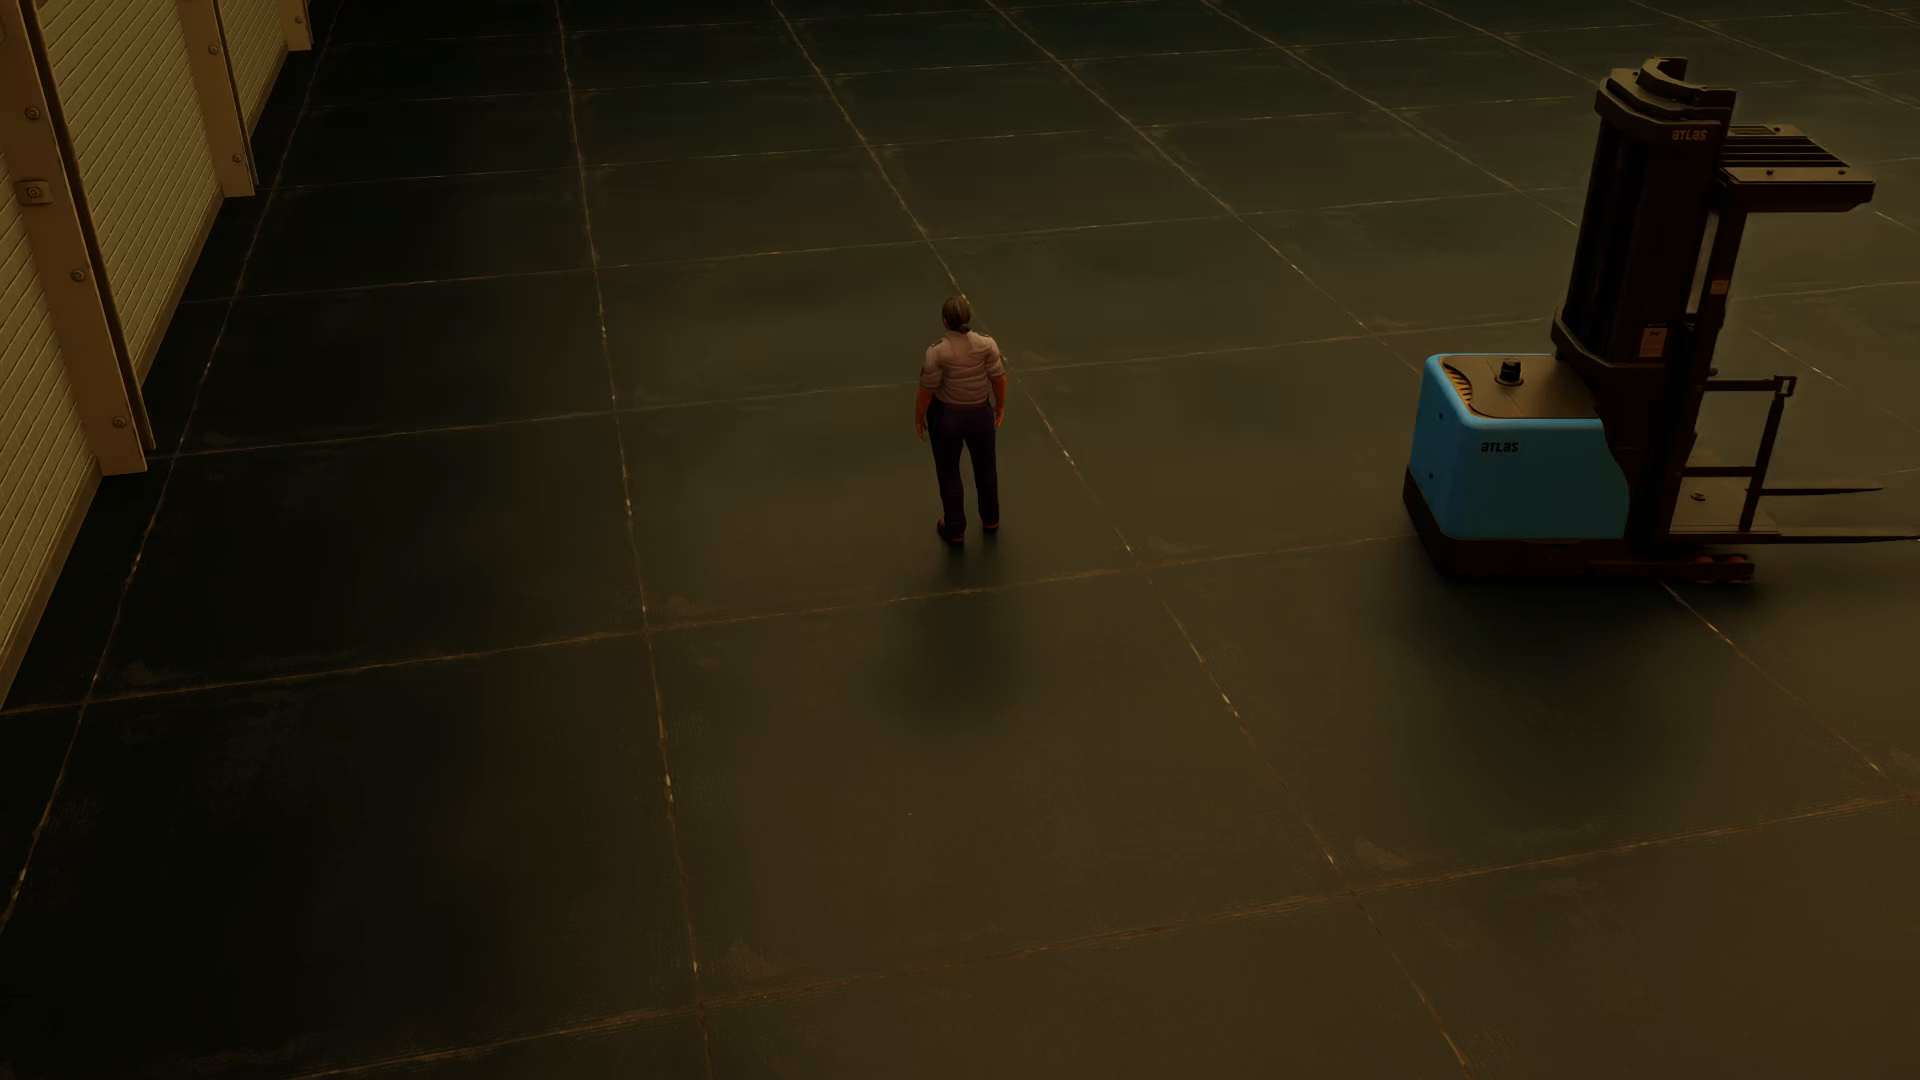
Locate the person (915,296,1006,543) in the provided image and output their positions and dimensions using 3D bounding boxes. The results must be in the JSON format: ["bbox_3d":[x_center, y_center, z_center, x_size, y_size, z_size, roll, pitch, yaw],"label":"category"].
[{"bbox_3d":[0.001,-0.761,10.167,0.598,1.641,0.502,-7,31,-12],"label":"person"}]

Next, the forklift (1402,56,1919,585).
[{"bbox_3d":[4.397,-1.267,9.764,3.031,2.935,1.130,0,30,0],"label":"forklift"}]
